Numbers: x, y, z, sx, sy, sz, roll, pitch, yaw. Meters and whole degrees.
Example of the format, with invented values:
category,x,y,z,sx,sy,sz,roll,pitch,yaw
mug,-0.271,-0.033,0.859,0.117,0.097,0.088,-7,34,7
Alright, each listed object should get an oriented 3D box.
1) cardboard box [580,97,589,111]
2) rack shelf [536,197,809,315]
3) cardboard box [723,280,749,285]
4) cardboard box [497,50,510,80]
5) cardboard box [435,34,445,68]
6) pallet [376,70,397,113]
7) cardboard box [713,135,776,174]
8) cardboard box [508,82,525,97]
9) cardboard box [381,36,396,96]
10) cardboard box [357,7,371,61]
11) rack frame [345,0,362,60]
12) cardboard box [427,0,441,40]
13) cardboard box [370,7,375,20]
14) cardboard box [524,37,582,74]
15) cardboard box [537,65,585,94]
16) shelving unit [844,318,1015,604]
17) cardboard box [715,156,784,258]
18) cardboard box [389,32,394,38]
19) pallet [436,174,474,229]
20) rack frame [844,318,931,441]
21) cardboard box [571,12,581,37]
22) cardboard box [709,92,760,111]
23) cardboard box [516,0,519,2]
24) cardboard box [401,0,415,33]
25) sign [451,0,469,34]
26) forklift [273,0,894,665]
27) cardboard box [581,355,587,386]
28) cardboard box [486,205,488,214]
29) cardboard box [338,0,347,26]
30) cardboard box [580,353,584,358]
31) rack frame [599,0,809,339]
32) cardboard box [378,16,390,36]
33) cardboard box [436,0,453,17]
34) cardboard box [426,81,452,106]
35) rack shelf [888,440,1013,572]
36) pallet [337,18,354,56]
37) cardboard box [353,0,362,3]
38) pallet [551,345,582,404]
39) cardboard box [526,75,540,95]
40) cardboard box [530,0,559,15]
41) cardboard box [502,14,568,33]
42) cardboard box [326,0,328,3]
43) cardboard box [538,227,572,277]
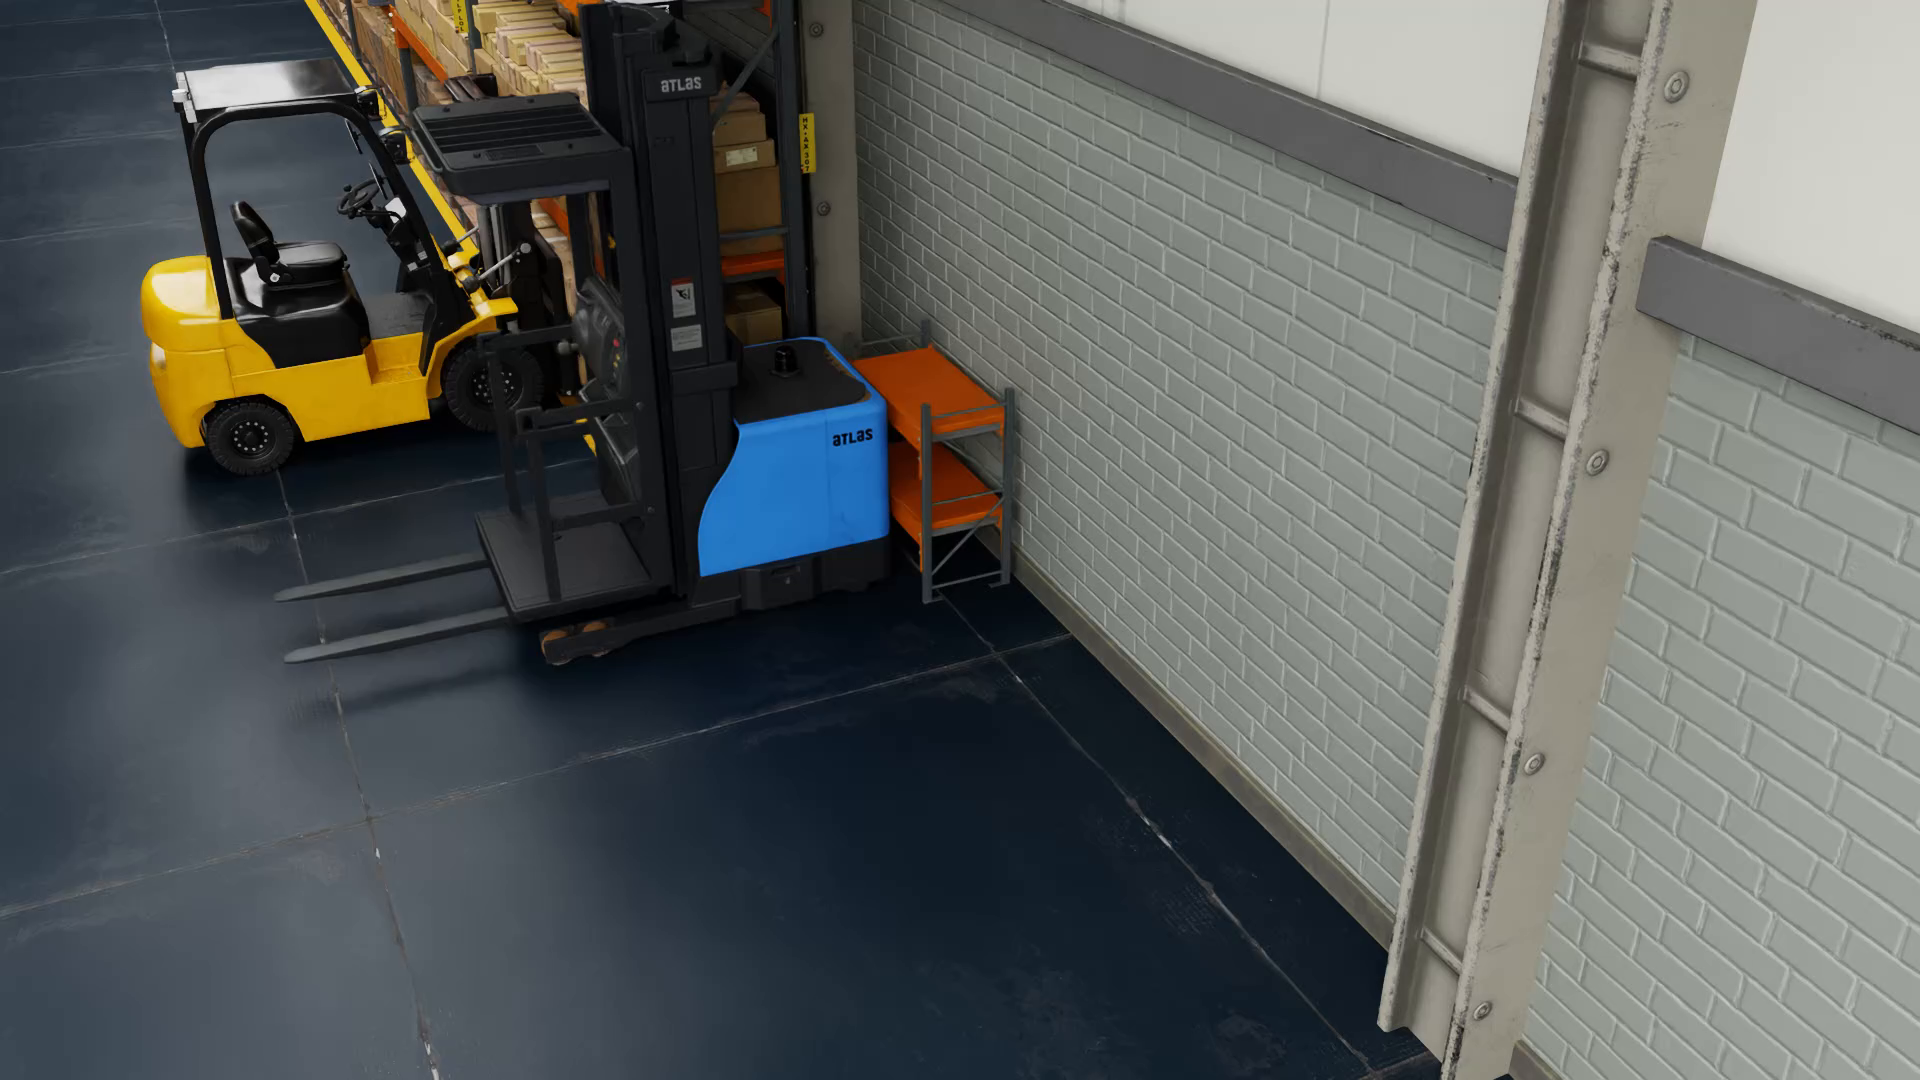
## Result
category,x,y,z,sx,sy,sz,roll,pitch,yaw
cardboard box,-1.957,-2.421,9.432,0.380,0.149,0.250,-12,32,-21
rack shelf,-2.201,-2.209,10.857,1.077,0.370,4.000,-13,32,-22
cardboard box,-1.596,-1.531,10.273,0.500,0.250,0.500,-13,32,-22
cardboard box,-2.872,-3.188,11.104,0.380,0.149,0.250,-12,32,-21
cardboard box,-3.919,-3.955,13.389,0.500,0.250,0.500,-13,32,-22
pallet,-5.583,-4.832,17.652,1.003,0.211,1.213,-13,32,-22
cardboard box,-1.254,-2.170,9.287,0.380,0.149,0.250,-14,32,-23
cardboard box,-2.648,-2.749,10.982,0.500,0.500,0.500,-13,32,-22
cardboard box,-5.585,-4.861,16.979,0.500,0.500,0.500,-12,31,-20
cardboard box,-6.252,-5.539,18.187,0.500,0.500,0.500,-14,32,-23
rack frame,-6.494,-6.940,18.559,1.000,3.000,0.127,-13,32,-22
cardboard box,-3.943,-4.174,13.270,0.500,0.250,0.500,-12,32,-21
cardboard box,-6.068,-5.648,17.718,0.380,0.149,0.250,-13,32,-22
cardboard box,-2.566,-3.107,10.654,0.380,0.149,0.250,-13,32,-22
cardboard box,-2.325,-2.752,10.021,0.380,0.149,0.250,-12,32,-21
shelving unit,-0.179,-0.442,8.884,0.538,1.125,1.048,-13,32,-22
cardboard box,-1.304,-1.960,9.576,0.500,0.500,0.500,-12,31,-20
cardboard box,-5.436,-4.953,16.480,0.380,0.149,0.250,-14,32,-24
pallet,-3.939,-3.046,14.467,1.003,0.211,1.213,-13,32,-22
rack frame,-0.396,-0.666,9.285,0.500,1.125,0.032,-13,32,-22
cardboard box,-2.454,-3.551,11.446,0.380,0.149,0.250,-13,32,-22
cardboard box,-1.351,-2.419,9.427,0.380,0.149,0.250,-12,31,-20
cardboard box,-3.319,-4.281,13.052,0.380,0.149,0.250,-13,32,-22
cardboard box,-4.596,-4.637,14.605,0.500,0.250,0.500,-14,32,-23
sign,-3.546,-3.758,11.782,0.100,0.325,0.005,-13,32,-22
forklift,-1.913,-0.960,7.966,3.031,2.935,1.130,-12,32,-21
cardboard box,-2.034,-0.986,10.323,0.500,0.250,0.500,-13,32,-22
cardboard box,-3.294,-2.781,13.142,0.875,0.625,0.625,-12,31,-20
cardboard box,-7.152,-6.272,19.735,0.396,0.266,0.258,-12,31,-20
cardboard box,-2.039,-1.214,10.219,0.500,0.250,0.500,-13,32,-22
rack frame,-1.342,-1.639,9.106,1.000,3.000,0.127,-13,32,-22
cardboard box,-5.762,-5.305,17.107,0.380,0.149,0.250,-15,32,-24
cardboard box,-3.824,-4.154,12.826,0.380,0.149,0.250,-14,32,-24
cardboard box,-4.234,-3.755,14.878,0.875,0.625,0.625,-12,31,-20
rack shelf,-0.180,-0.228,9.003,0.538,0.278,1.000,-13,32,-22
pallet,-6.788,-6.027,19.782,1.003,0.211,1.213,-13,32,-22
cardboard box,-6.580,-6.101,18.527,0.380,0.149,0.250,-12,31,-20
pallet,-2.228,-1.290,11.334,1.003,0.211,1.213,-13,32,-22
cardboard box,-2.515,-2.849,10.499,0.380,0.149,0.250,-14,32,-23
cardboard box,-3.017,-3.933,12.431,0.380,0.149,0.250,-14,32,-23
cardboard box,-2.879,-3.452,11.269,0.380,0.149,0.250,-14,32,-23
cardboard box,-7.702,-7.124,21.013,0.700,0.500,0.500,-12,31,-20
cardboard box,-2.483,-1.867,10.873,0.500,0.250,0.500,-14,32,-23
